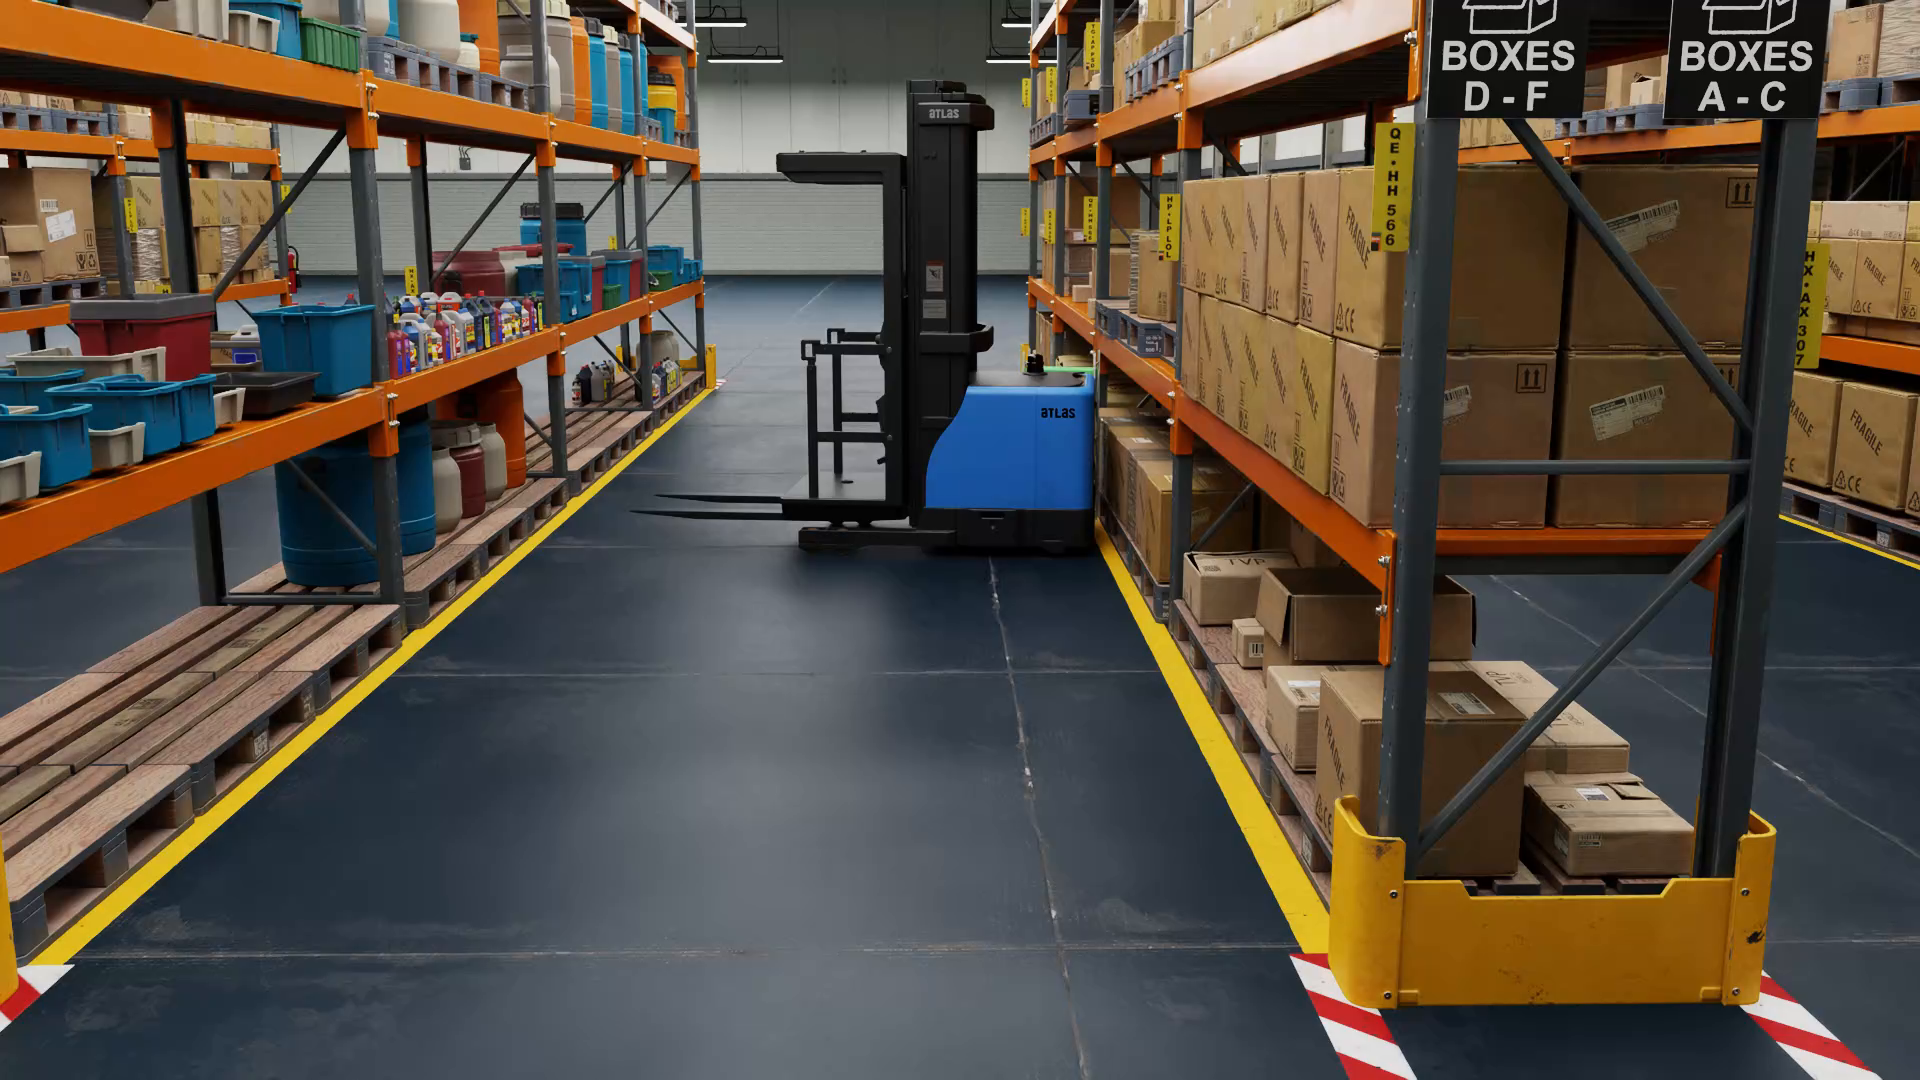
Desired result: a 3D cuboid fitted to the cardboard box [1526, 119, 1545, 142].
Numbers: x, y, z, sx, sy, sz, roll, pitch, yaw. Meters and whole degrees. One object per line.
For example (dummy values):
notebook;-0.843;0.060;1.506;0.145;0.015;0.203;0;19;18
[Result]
cardboard box;6.122;-4.322;16.971;0.500;0.500;0.500;-1;12;-6

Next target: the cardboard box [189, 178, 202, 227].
cardboard box;-8.256;-3.506;17.282;0.500;0.500;0.500;0;11;-1

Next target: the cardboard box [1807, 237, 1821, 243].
cardboard box;6.214;-1.905;11.854;0.500;0.500;0.500;0;11;1

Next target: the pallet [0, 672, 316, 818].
pallet;-3.280;0.794;6.616;1.003;0.211;1.213;0;11;-1

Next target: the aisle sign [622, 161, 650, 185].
aisle sign;-3.904;-4.635;19.821;0.394;0.787;0.004;0;11;-1

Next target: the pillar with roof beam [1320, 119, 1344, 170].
pillar with roof beam;2.622;-8.560;30.621;9.100;9.000;0.400;0;11;-1

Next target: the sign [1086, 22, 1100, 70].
sign;0.953;-3.538;11.912;0.100;0.325;0.005;0;11;-1

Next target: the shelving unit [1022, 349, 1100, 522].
shelving unit;0.699;-0.712;11.551;0.503;1.200;0.258;2;12;12

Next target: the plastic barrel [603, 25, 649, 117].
plastic barrel;-3.441;-4.672;16.683;0.600;0.901;0.708;0;11;-1

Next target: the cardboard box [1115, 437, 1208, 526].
cardboard box;1.269;-0.368;10.510;0.500;0.500;0.500;-1;11;-3

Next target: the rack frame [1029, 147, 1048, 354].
rack frame;1.342;-3.367;20.111;1.000;3.000;0.127;0;11;-1

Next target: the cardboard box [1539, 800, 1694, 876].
cardboard box;2.008;0.910;5.091;0.380;0.149;0.250;0;11;-1

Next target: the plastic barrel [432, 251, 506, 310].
plastic barrel;-3.757;-1.915;12.611;0.600;0.536;0.708;0;11;-1

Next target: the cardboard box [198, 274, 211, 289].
cardboard box;-8.227;-2.751;17.706;0.380;0.149;0.250;0;11;-1

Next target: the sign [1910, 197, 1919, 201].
sign;7.015;-2.368;12.276;0.100;0.325;0.005;0;11;-1

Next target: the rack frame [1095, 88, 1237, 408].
rack frame;1.508;-1.777;12.273;1.000;3.000;0.127;0;11;-1

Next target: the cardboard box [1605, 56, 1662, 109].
cardboard box;6.309;-4.209;15.409;0.500;0.500;0.500;1;12;7

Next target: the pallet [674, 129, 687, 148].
pallet;-3.691;-4.560;18.923;1.003;0.211;1.213;0;11;-1

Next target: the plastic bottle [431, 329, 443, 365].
plastic bottle;-2.977;-1.093;9.401;0.097;0.201;0.097;0;11;0

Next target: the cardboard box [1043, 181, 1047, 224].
cardboard box;1.340;-3.948;19.463;0.700;0.500;0.500;0;11;-1

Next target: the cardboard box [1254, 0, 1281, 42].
cardboard box;1.382;-1.982;6.119;0.500;0.250;0.500;0;11;-1

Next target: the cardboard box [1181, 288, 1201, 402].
cardboard box;1.328;-0.928;7.838;0.500;0.500;0.500;0;11;0

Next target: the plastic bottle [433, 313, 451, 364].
plastic bottle;-2.961;-1.156;9.506;0.061;0.283;0.133;0;11;-1

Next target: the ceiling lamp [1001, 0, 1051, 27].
ceiling lamp;1.863;-12.417;34.952;2.000;3.185;0.800;0;11;-1

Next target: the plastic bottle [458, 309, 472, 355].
plastic bottle;-2.990;-1.246;9.979;0.097;0.271;0.097;0;11;0

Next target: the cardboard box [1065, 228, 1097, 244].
cardboard box;1.205;-2.992;16.380;0.380;0.149;0.250;0;11;-1

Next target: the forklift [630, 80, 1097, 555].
forklift;-0.623;-1.447;10.821;3.031;2.935;1.130;1;12;5

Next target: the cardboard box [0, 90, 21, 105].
cardboard box;-8.548;-3.977;14.259;0.797;0.503;0.637;0;11;1

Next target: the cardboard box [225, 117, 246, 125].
cardboard box;-8.212;-4.709;18.557;0.380;0.149;0.250;0;11;-1

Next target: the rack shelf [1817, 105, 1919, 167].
rack shelf;6.502;-2.518;10.190;1.077;0.370;4.000;0;11;-1

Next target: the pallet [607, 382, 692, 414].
pallet;-3.528;-1.562;18.230;1.003;0.211;1.213;0;11;-1

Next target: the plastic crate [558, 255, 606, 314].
plastic crate;-3.172;-2.111;13.759;0.402;0.464;0.583;0;11;-1

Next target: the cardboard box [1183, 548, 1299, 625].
cardboard box;1.383;0.205;8.161;0.500;0.311;0.500;0;11;-1

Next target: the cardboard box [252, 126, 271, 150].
cardboard box;-8.298;-4.629;19.164;0.500;0.250;0.500;0;11;0

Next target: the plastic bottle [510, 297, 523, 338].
plastic bottle;-3.017;-1.508;11.271;0.097;0.271;0.097;0;11;0

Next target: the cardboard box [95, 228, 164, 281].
cardboard box;-8.427;-2.816;16.398;0.875;0.500;0.500;0;11;-1

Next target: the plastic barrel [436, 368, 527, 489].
plastic barrel;-3.418;-0.802;11.871;0.600;0.830;0.708;0;11;-1

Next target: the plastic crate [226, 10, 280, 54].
plastic crate;-2.955;-2.052;6.746;0.293;0.136;0.466;0;11;-1

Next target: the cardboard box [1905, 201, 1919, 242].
cardboard box;6.255;-1.971;10.294;0.500;0.250;0.500;0;11;-2

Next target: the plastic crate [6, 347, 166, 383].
plastic crate;-3.515;-0.629;6.763;0.437;0.282;0.530;0;11;-1

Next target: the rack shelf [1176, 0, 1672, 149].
rack shelf;1.632;-1.702;6.167;1.077;0.370;4.000;0;11;-1

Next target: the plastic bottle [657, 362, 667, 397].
plastic bottle;-3.133;-1.669;17.299;0.144;0.351;0.185;-1;11;-4

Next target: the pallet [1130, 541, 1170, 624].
pallet;1.536;0.224;9.427;1.003;0.211;1.213;0;11;-1

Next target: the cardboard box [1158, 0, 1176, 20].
cardboard box;1.531;-3.496;10.438;0.500;0.500;0.500;0;11;-1

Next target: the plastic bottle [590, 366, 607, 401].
plastic bottle;-3.685;-1.597;16.943;0.144;0.351;0.185;0;11;-1

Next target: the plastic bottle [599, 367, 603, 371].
plastic bottle;-3.839;-1.695;17.611;0.152;0.276;0.135;0;11;0

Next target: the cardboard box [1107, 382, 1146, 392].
cardboard box;1.233;-1.116;13.466;0.500;0.311;0.500;0;11;-2

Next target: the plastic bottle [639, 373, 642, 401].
plastic bottle;-3.236;-1.565;16.956;0.061;0.283;0.133;0;11;-1

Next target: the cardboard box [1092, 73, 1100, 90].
cardboard box;1.403;-3.794;13.992;0.500;0.250;0.500;-1;12;-6

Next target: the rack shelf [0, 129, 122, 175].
rack shelf;-8.438;-3.252;13.809;1.077;0.370;4.000;0;11;-1

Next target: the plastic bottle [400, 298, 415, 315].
plastic bottle;-3.714;-1.492;11.192;0.097;0.271;0.097;0;11;0

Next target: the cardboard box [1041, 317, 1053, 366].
cardboard box;1.159;-2.187;18.269;0.500;0.500;0.500;0;11;-1

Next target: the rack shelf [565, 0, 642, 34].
rack shelf;-3.486;-4.546;13.650;1.077;0.370;4.000;0;11;-1

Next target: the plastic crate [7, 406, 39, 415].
plastic crate;-3.524;-0.400;5.999;0.298;0.136;0.250;0;11;-1

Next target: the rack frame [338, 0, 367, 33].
rack frame;-3.362;-3.902;7.660;1.000;3.000;0.127;0;11;-1
